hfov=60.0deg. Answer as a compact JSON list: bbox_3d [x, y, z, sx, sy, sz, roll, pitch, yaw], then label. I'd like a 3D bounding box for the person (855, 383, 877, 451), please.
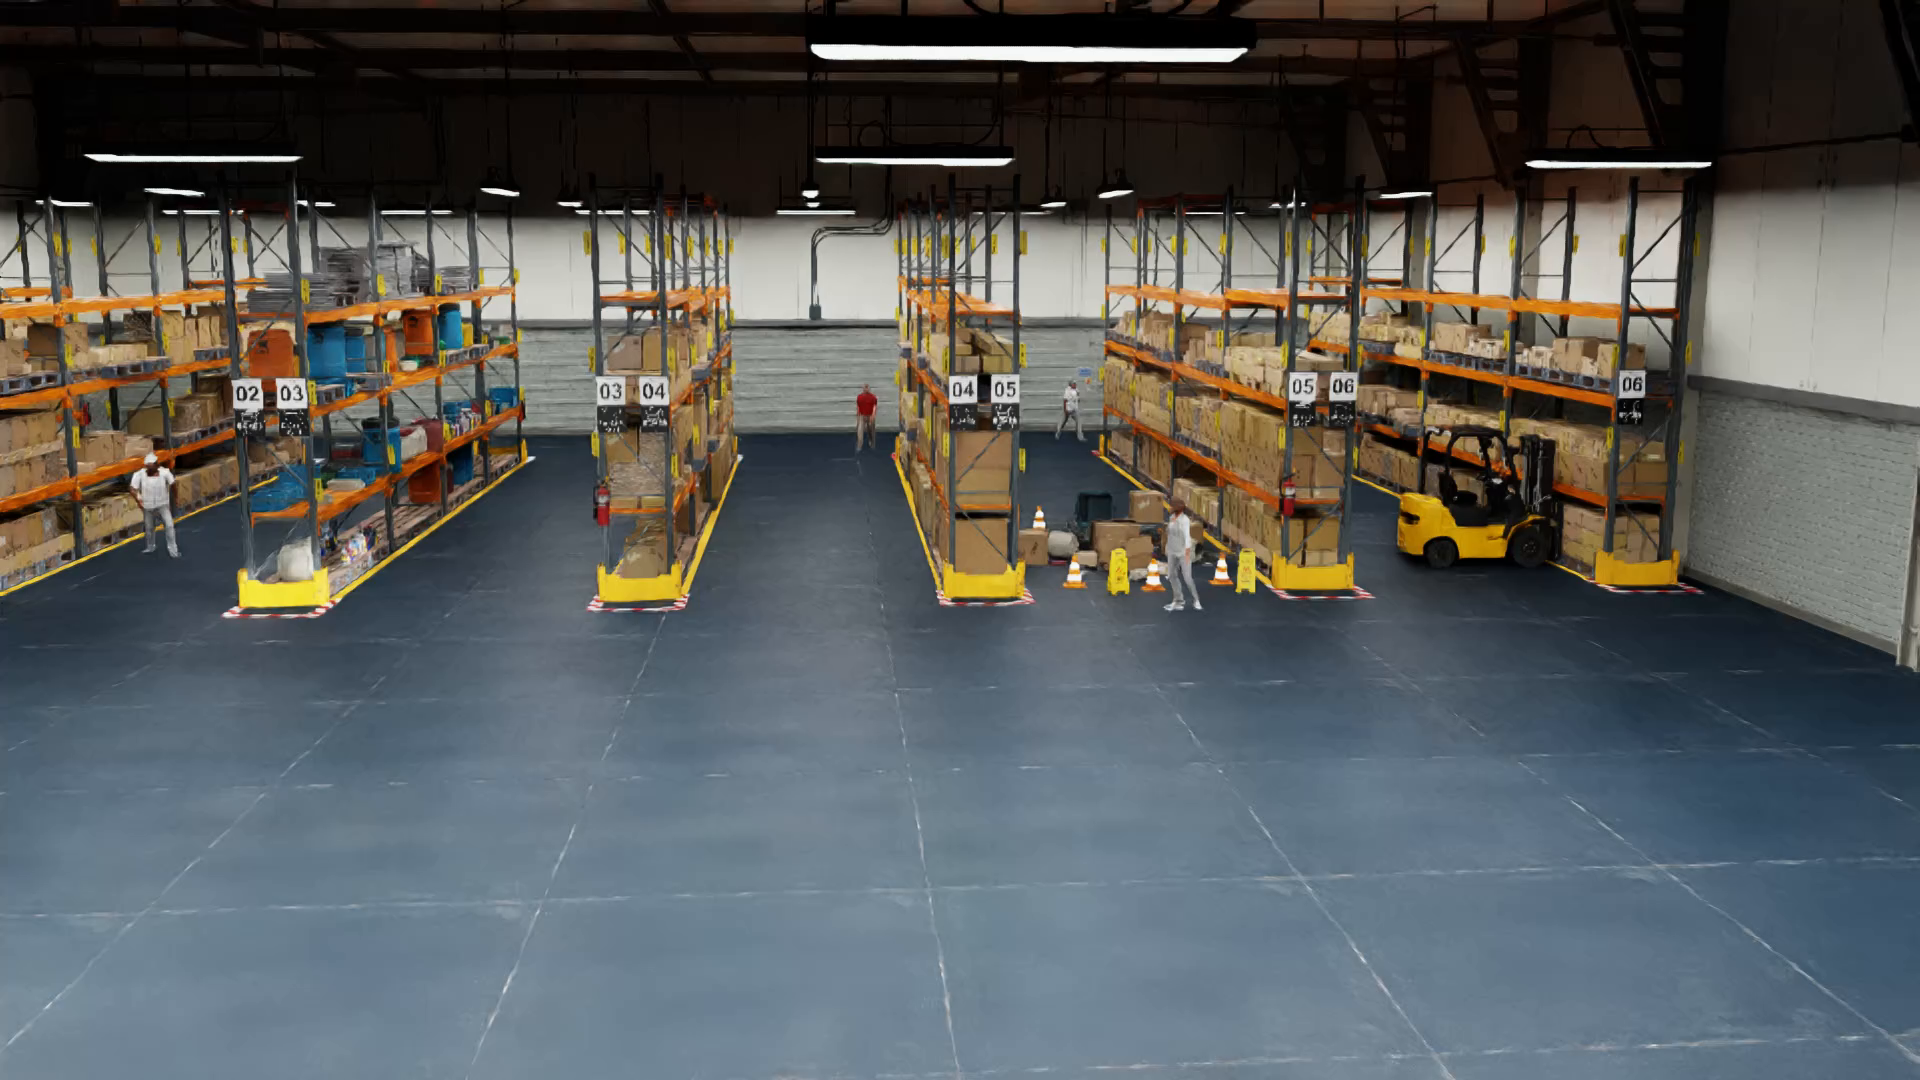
[{"bbox_3d":[-2.300,-3.031,40.995,0.534,1.655,1.041,1,10,5],"label":"person"}]

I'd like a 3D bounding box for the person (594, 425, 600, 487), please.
[{"bbox_3d":[-7.360,-1.889,34.809,0.625,1.611,0.568,-1,10,-7],"label":"person"}]

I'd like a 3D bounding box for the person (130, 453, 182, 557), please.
[{"bbox_3d":[-13.099,-0.581,27.076,0.699,1.706,0.840,-4,11,-21],"label":"person"}]

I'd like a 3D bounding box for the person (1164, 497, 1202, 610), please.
[{"bbox_3d":[3.111,0.186,23.125,0.483,1.587,0.513,-6,12,-30],"label":"person"}]

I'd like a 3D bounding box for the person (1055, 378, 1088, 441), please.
[{"bbox_3d":[2.861,-3.395,43.152,0.554,1.646,0.914,-6,12,-31],"label":"person"}]
